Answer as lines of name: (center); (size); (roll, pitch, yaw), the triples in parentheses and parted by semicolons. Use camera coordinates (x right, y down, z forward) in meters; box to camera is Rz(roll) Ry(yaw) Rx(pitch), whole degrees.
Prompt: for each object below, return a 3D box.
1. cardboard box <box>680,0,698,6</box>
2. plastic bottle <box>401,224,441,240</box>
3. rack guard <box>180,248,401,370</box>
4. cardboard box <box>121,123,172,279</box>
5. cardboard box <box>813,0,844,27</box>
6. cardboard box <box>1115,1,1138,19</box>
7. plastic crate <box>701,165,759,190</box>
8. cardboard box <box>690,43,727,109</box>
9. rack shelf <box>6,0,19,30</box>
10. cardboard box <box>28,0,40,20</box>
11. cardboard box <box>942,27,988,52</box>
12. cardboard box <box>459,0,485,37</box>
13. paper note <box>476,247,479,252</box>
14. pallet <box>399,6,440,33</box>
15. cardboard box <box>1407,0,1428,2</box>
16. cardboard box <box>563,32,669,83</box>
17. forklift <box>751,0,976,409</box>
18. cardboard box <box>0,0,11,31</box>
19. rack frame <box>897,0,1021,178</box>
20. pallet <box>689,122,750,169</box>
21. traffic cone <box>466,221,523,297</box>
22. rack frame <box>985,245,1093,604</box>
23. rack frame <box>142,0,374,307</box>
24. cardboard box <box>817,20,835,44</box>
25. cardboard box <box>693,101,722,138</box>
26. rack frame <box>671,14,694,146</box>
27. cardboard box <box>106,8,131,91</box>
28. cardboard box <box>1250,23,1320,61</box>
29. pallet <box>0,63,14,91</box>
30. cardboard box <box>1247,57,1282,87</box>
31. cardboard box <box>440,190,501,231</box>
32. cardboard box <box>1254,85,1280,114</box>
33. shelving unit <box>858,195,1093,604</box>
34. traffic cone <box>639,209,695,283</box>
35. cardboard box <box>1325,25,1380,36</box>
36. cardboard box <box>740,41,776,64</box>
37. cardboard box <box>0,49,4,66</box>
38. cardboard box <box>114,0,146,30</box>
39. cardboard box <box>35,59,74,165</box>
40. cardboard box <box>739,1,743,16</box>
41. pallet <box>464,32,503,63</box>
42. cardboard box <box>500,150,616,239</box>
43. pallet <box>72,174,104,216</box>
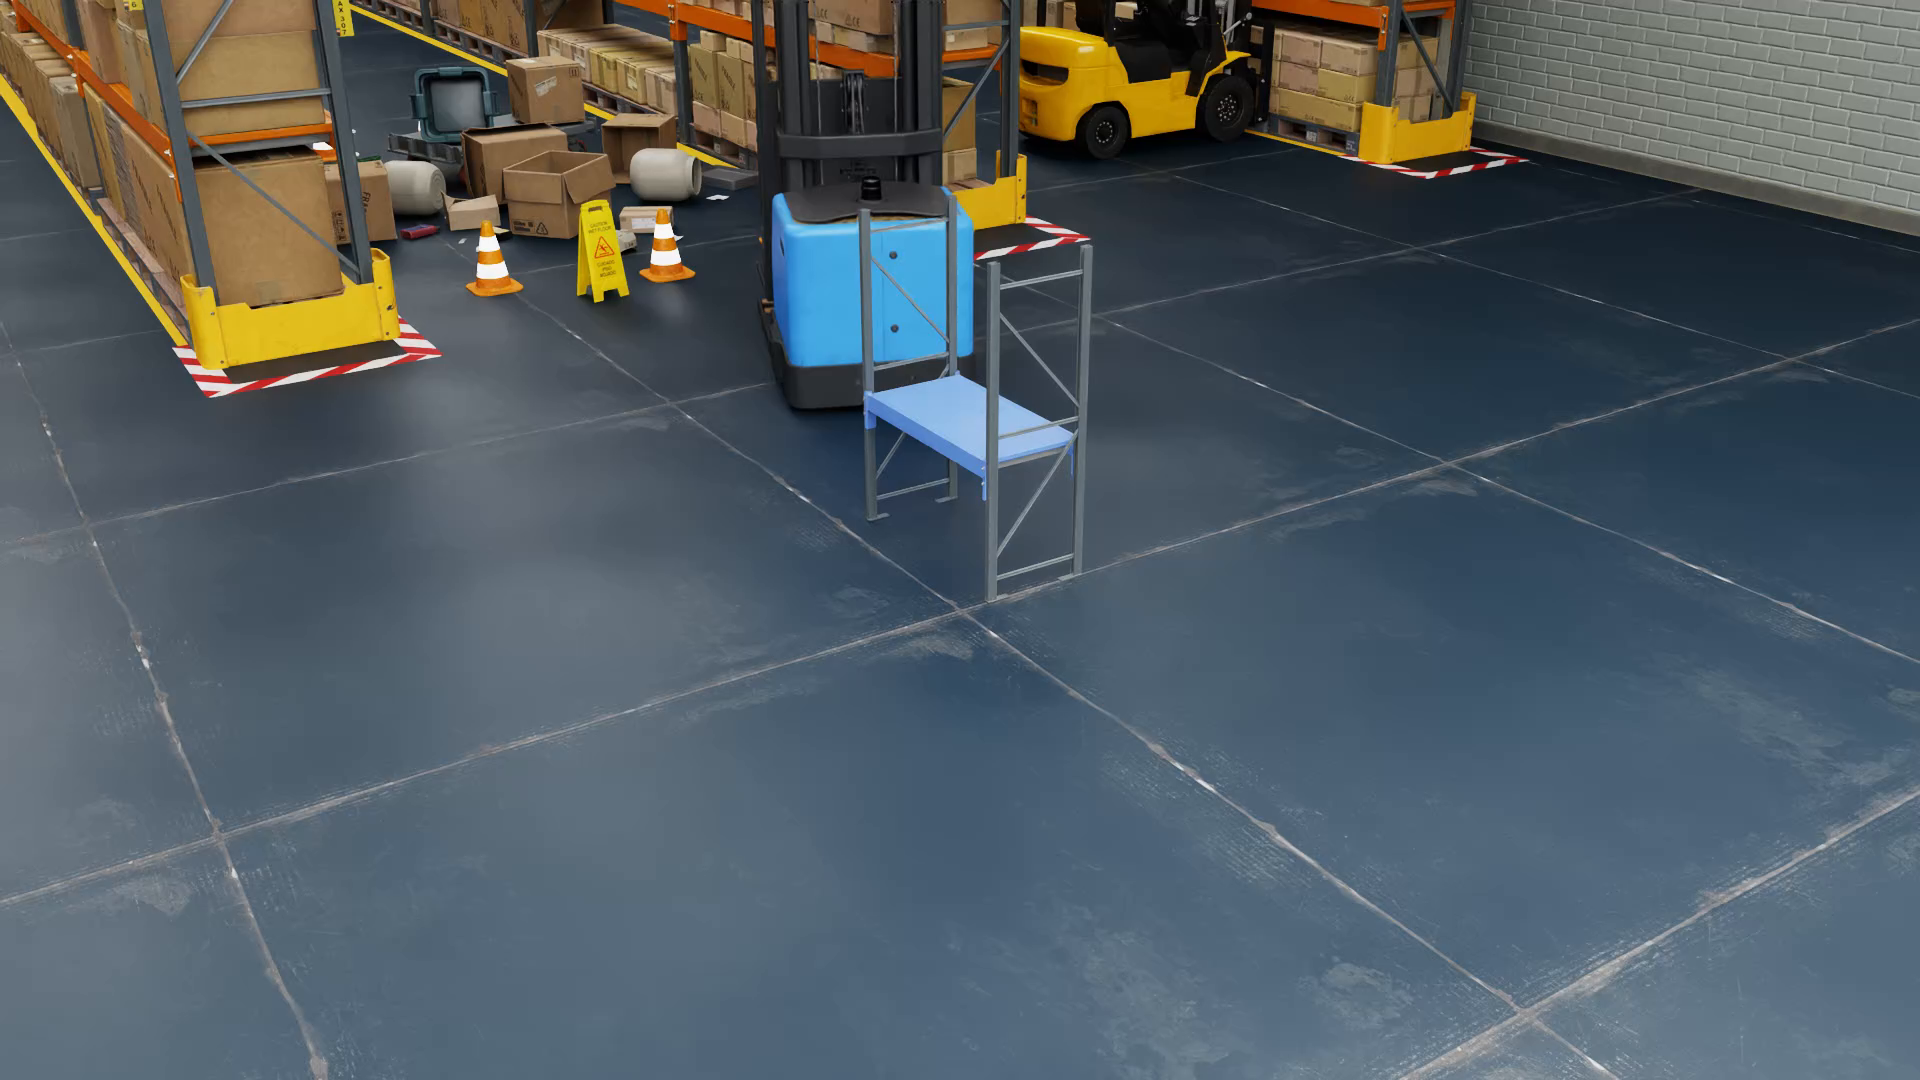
cardboard box: (-2.281, -4.883, 14.875); (0.380, 0.149, 0.250); (-16, 29, -30)
plastic bottle: (-4.101, -2.354, 12.664); (0.133, 0.061, 0.283); (18, 31, 33)
rack guard: (-4.080, -1.425, 10.183); (1.175, 0.500, 0.348); (-16, 29, -30)
cardboard box: (-5.000, -2.334, 11.178); (0.875, 0.875, 0.875); (-16, 30, -30)
cardboard box: (-0.797, -4.244, 12.760); (0.500, 0.500, 0.500); (-15, 29, -29)
cardboard box: (1.974, -5.495, 17.434); (0.500, 0.250, 0.500); (-16, 30, -30)
plastic crate: (-2.014, -3.112, 14.247); (0.583, 0.080, 0.402); (18, 31, 33)
cardboard box: (-2.088, -4.196, 14.975); (0.500, 0.500, 0.500); (-14, 29, -27)
rack shelf: (-9.552, -5.815, 17.398); (1.077, 0.370, 4.000); (-16, 29, -30)
cardboard box: (-7.616, -4.707, 14.090); (0.500, 0.500, 0.500); (-16, 30, -30)
cardboard box: (-0.013, -3.810, 12.601); (0.380, 0.149, 0.250); (-15, 29, -29)
cardboard box: (-5.646, -6.751, 20.533); (0.875, 0.875, 0.875); (-15, 29, -28)
paper note: (-3.503, -2.162, 12.296); (0.144, 0.017, 0.142); (-6, 26, -12)
pallet: (-6.901, -7.075, 22.490); (1.003, 0.211, 1.213); (-16, 29, -30)
cardboard box: (4.119, -5.199, 15.132); (0.500, 0.500, 0.500); (-14, 29, -28)
cardboard box: (-3.658, -5.150, 17.732); (0.950, 0.372, 0.625); (-16, 30, -31)
forklift: (-0.691, -2.647, 9.924); (1.130, 2.935, 3.031); (-5, 26, -10)
cardboard box: (-9.894, -5.556, 17.562); (0.500, 0.250, 0.500); (-14, 29, -28)
rack frame: (-0.001, -3.754, 12.188); (1.000, 3.000, 0.127); (-16, 29, -30)
pallet: (-1.788, -3.691, 15.322); (1.003, 0.211, 1.213); (-16, 29, -30)
traffic cone: (-3.193, -1.938, 11.313); (0.336, 0.463, 0.334); (-16, 29, -30)
rack frame: (0.324, -0.466, 6.980); (0.500, 1.500, 0.032); (-16, 29, -30)
rack frame: (-4.093, -2.564, 9.668); (1.000, 3.000, 0.127); (-16, 29, -30)
cardboard box: (-0.903, -3.971, 12.941); (0.380, 0.149, 0.250); (-15, 29, -29)
cardboard box: (-2.088, -3.857, 15.136); (0.500, 0.250, 0.500); (-17, 30, -32)
rack frame: (-2.184, -5.184, 15.219); (1.000, 3.000, 0.127); (-16, 29, -30)
cardboard box: (-5.176, -3.355, 11.168); (0.875, 0.550, 0.500); (-16, 29, -30)
cardboard box: (3.076, -4.762, 15.881); (0.500, 0.250, 0.500); (-15, 29, -29)
pallet: (-10.217, -5.317, 18.766); (1.003, 0.211, 1.213); (-16, 29, -30)
cardboard box: (3.064, -4.547, 16.012); (0.500, 0.250, 0.500); (-16, 30, -31)
cardboard box: (-3.795, -2.573, 12.889); (0.396, 0.266, 0.258); (-10, 27, -21)
cardboard box: (3.106, -4.314, 16.103); (0.500, 0.250, 0.500); (-15, 29, -29)
shelving unit: (0.047, -0.648, 7.365); (0.538, 1.500, 1.048); (-16, 29, -30)
traffic cone: (-2.060, -2.079, 11.613); (0.336, 0.463, 0.334); (-16, 29, -30)
cardboard box: (3.777, -4.704, 15.759); (0.500, 0.250, 0.500); (-15, 29, -29)
cardboard box: (-1.639, -4.152, 14.122); (0.380, 0.149, 0.250); (-14, 29, -27)
cardboard box: (-10.462, -5.590, 18.513); (0.500, 0.500, 0.500); (-14, 29, -28)
cardboard box: (-4.640, -3.437, 10.077); (0.875, 0.550, 0.550); (-16, 29, -30)
cardboard box: (-7.214, -3.714, 14.248); (1.050, 0.750, 0.750); (-16, 29, -30)
cardboard box: (-1.651, -4.533, 14.132); (0.380, 0.149, 0.250); (-16, 29, -30)
pallet: (-5.397, -6.090, 20.402); (1.003, 0.211, 1.213); (-16, 29, -30)
cardboard box: (-3.081, -2.663, 12.802); (0.637, 0.503, 0.797); (7, 26, 15)
pallet: (-6.761, -2.992, 13.841); (1.003, 0.211, 1.213); (-16, 29, -30)
